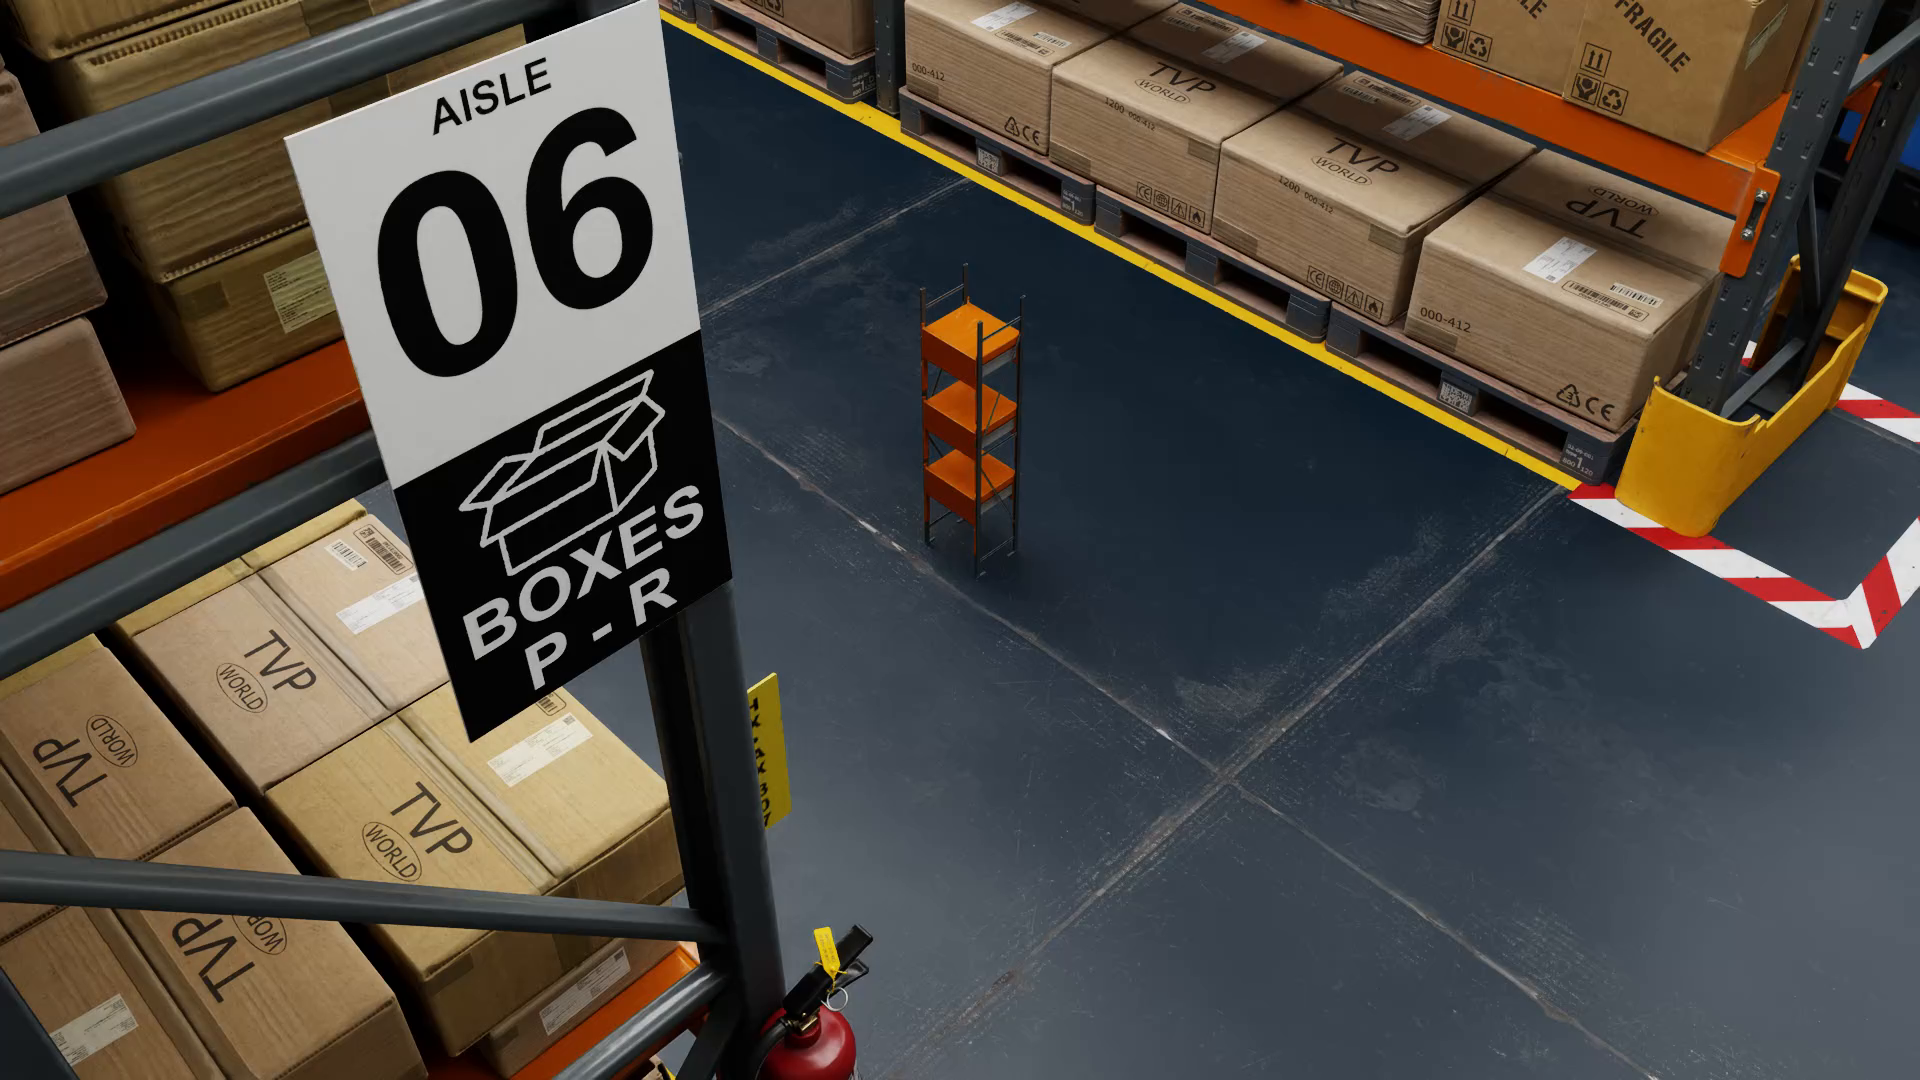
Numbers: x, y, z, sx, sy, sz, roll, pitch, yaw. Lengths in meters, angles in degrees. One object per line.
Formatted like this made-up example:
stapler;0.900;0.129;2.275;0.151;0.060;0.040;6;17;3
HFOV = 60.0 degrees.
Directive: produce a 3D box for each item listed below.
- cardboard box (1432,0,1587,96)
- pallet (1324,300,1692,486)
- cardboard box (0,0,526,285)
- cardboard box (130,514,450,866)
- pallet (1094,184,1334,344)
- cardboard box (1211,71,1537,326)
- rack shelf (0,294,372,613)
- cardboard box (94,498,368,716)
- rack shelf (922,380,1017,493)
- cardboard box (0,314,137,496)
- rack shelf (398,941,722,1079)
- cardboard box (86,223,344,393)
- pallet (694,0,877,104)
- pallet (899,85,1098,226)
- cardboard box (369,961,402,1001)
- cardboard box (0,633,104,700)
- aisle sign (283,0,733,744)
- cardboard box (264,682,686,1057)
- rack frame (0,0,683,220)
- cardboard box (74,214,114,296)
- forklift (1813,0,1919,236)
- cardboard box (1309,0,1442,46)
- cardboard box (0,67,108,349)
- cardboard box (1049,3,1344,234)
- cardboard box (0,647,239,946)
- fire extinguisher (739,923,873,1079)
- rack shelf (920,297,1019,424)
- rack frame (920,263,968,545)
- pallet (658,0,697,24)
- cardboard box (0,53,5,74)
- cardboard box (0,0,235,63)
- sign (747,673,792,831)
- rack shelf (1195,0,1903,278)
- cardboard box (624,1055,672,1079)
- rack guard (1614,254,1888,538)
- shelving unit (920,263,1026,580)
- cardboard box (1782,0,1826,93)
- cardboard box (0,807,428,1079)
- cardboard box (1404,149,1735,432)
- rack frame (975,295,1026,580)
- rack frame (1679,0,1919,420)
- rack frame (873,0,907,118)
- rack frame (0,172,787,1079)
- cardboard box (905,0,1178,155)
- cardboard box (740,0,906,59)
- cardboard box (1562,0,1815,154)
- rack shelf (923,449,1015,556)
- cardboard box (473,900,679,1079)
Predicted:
cardboard box;1.949;-1.854;5.472;0.500;0.500;0.500;33;52;31
pallet;2.201;-0.786;6.446;1.003;0.211;1.213;-34;53;-31
cardboard box;-0.811;-0.583;1.852;0.500;0.250;0.500;34;52;31
cardboard box;-1.177;0.273;3.135;0.500;0.250;0.500;-34;52;-31
pallet;1.343;-1.373;7.080;1.003;0.211;1.213;-34;53;-31
cardboard box;1.632;-1.382;6.614;0.875;0.438;0.875;-33;52;-30
rack shelf;-2.103;-0.882;2.814;1.077;0.370;4.000;-34;53;-31
cardboard box;-1.537;0.031;3.397;0.500;0.250;0.500;33;52;31
rack shelf;0.038;-0.352;5.373;0.215;0.259;0.240;-34;53;-31
cardboard box;-1.081;-0.136;1.661;0.380;0.149;0.250;-33;52;-30
rack shelf;-2.103;0.220;3.832;1.077;0.370;4.000;-34;53;-31
cardboard box;-0.751;-0.357;1.901;0.380;0.149;0.250;-33;52;-30
pallet;-0.602;-2.696;8.513;1.003;0.211;1.213;-34;53;-31
pallet;0.478;-1.959;7.714;1.003;0.211;1.213;-34;53;-31
cardboard box;-0.941;0.620;3.054;0.380;0.149;0.250;-33;52;-30
cardboard box;-1.913;0.280;3.128;0.500;0.250;0.500;-32;52;-30
aisle sign;-0.435;-0.146;1.782;0.394;0.787;0.004;-34;53;-31
cardboard box;-0.821;0.515;2.873;0.500;0.250;0.500;-34;52;-31
rack frame;-0.691;-1.287;0.512;1.000;3.000;0.127;-34;53;-31
cardboard box;-0.955;-0.471;2.024;0.380;0.149;0.250;-33;52;-31
forklift;3.889;-3.045;6.886;1.130;2.935;3.031;-29;50;-28
cardboard box;1.579;-2.096;5.735;0.500;0.500;0.500;-33;52;-30
cardboard box;-1.198;-0.322;1.570;0.500;0.250;0.500;33;52;31
cardboard box;0.996;-1.816;7.084;0.875;0.438;0.875;33;52;30
cardboard box;-1.567;0.520;2.868;0.500;0.250;0.500;-34;52;-31
fire extinguisher;-0.260;0.931;2.864;0.296;0.674;0.183;-34;53;-31
rack shelf;0.038;-0.561;5.180;0.215;0.259;0.240;-34;53;-31
rack frame;-0.048;-0.419;5.429;0.200;1.050;0.008;-34;53;-31
pallet;-1.468;-3.283;9.147;1.003;0.211;1.213;-34;53;-31
cardboard box;-1.202;-0.502;1.396;0.500;0.250;0.500;33;52;30
cardboard box;-0.826;-0.756;1.671;0.500;0.250;0.500;34;52;31
sign;-0.307;0.339;2.535;0.100;0.325;0.005;-34;53;-31
rack shelf;1.408;-2.161;6.408;1.077;0.370;4.000;-34;53;-31
cardboard box;-1.056;1.340;3.620;0.637;0.503;0.797;32;52;30
rack guard;2.838;-0.534;5.960;1.175;0.500;0.348;-34;53;-31
shelving unit;0.038;-0.360;5.366;0.215;1.050;0.252;-34;53;-31
cardboard box;2.685;-1.869;5.489;0.500;0.500;0.500;34;52;31
cardboard box;-1.204;0.769;2.599;0.500;0.250;0.500;-33;52;-30
cardboard box;2.284;-0.946;6.142;0.875;0.438;0.875;32;52;30
rack frame;0.124;-0.301;5.302;0.200;1.050;0.008;-34;53;-31
rack frame;2.821;-1.464;5.124;1.000;3.000;0.127;-34;53;-31
rack frame;-0.004;-3.386;7.204;1.000;3.000;0.127;-34;53;-31
rack frame;-0.691;0.917;2.548;1.000;3.000;0.127;-34;53;-31
cardboard box;0.363;-2.246;7.549;0.875;0.438;0.875;33;52;31
cardboard box;-0.498;-3.019;8.064;0.875;0.875;0.875;-32;52;-30
cardboard box;2.293;-1.606;5.204;0.500;0.500;0.500;-34;52;-31
rack shelf;0.038;-0.148;5.562;0.215;0.259;0.240;-34;53;-31
cardboard box;-0.729;0.720;2.946;0.250;0.149;0.380;34;52;31
